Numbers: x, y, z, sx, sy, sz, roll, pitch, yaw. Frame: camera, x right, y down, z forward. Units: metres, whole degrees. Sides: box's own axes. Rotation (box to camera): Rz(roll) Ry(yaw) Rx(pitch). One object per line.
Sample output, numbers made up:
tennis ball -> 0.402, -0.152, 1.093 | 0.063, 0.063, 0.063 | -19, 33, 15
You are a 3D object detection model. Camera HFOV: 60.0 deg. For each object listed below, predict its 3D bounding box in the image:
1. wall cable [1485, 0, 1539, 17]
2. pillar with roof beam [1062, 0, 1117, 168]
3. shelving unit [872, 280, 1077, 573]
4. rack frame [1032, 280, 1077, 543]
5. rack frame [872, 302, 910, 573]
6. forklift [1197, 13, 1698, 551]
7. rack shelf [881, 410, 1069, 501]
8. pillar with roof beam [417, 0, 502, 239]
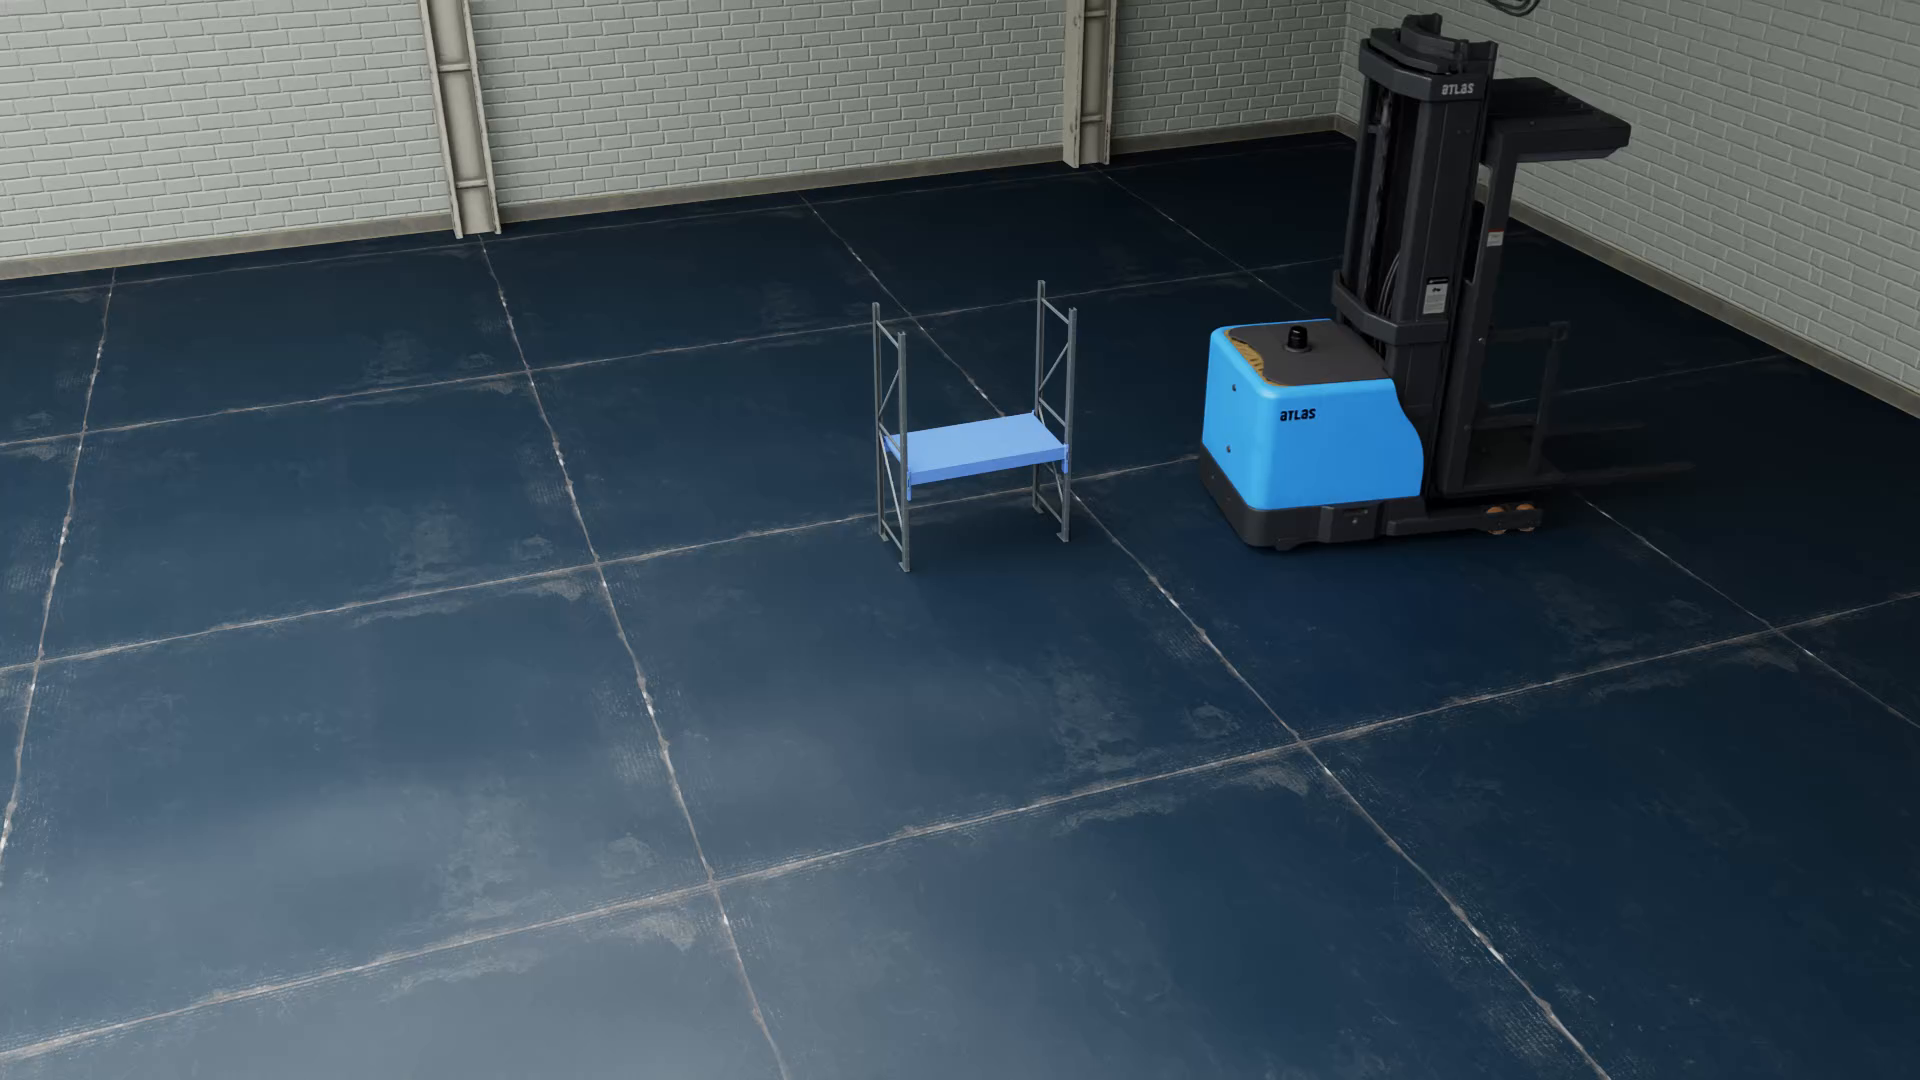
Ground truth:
wall cable -> 4.493, -6.282, 15.173 | 0.112, 2.526, 3.097 | -10, 31, -18
pillar with roof beam -> 2.772, -5.739, 11.083 | 0.400, 9.000, 9.100 | -10, 31, -18
shelving unit -> 0.080, -0.666, 9.755 | 1.048, 1.500, 0.538 | -10, 31, -18
rack frame -> 0.556, -0.754, 9.909 | 0.032, 1.500, 0.500 | -10, 31, -18
rack frame -> -0.396, -0.579, 9.601 | 0.032, 1.500, 0.500 | -10, 31, -18
forklift -> 3.094, -1.559, 9.875 | 3.031, 2.935, 1.130 | -5, 30, -10
rack shelf -> 0.080, -0.510, 9.844 | 1.000, 0.185, 0.538 | -10, 31, -18
pillar with roof beam -> -2.851, -4.703, 9.265 | 0.400, 9.000, 9.100 | -10, 31, -18
